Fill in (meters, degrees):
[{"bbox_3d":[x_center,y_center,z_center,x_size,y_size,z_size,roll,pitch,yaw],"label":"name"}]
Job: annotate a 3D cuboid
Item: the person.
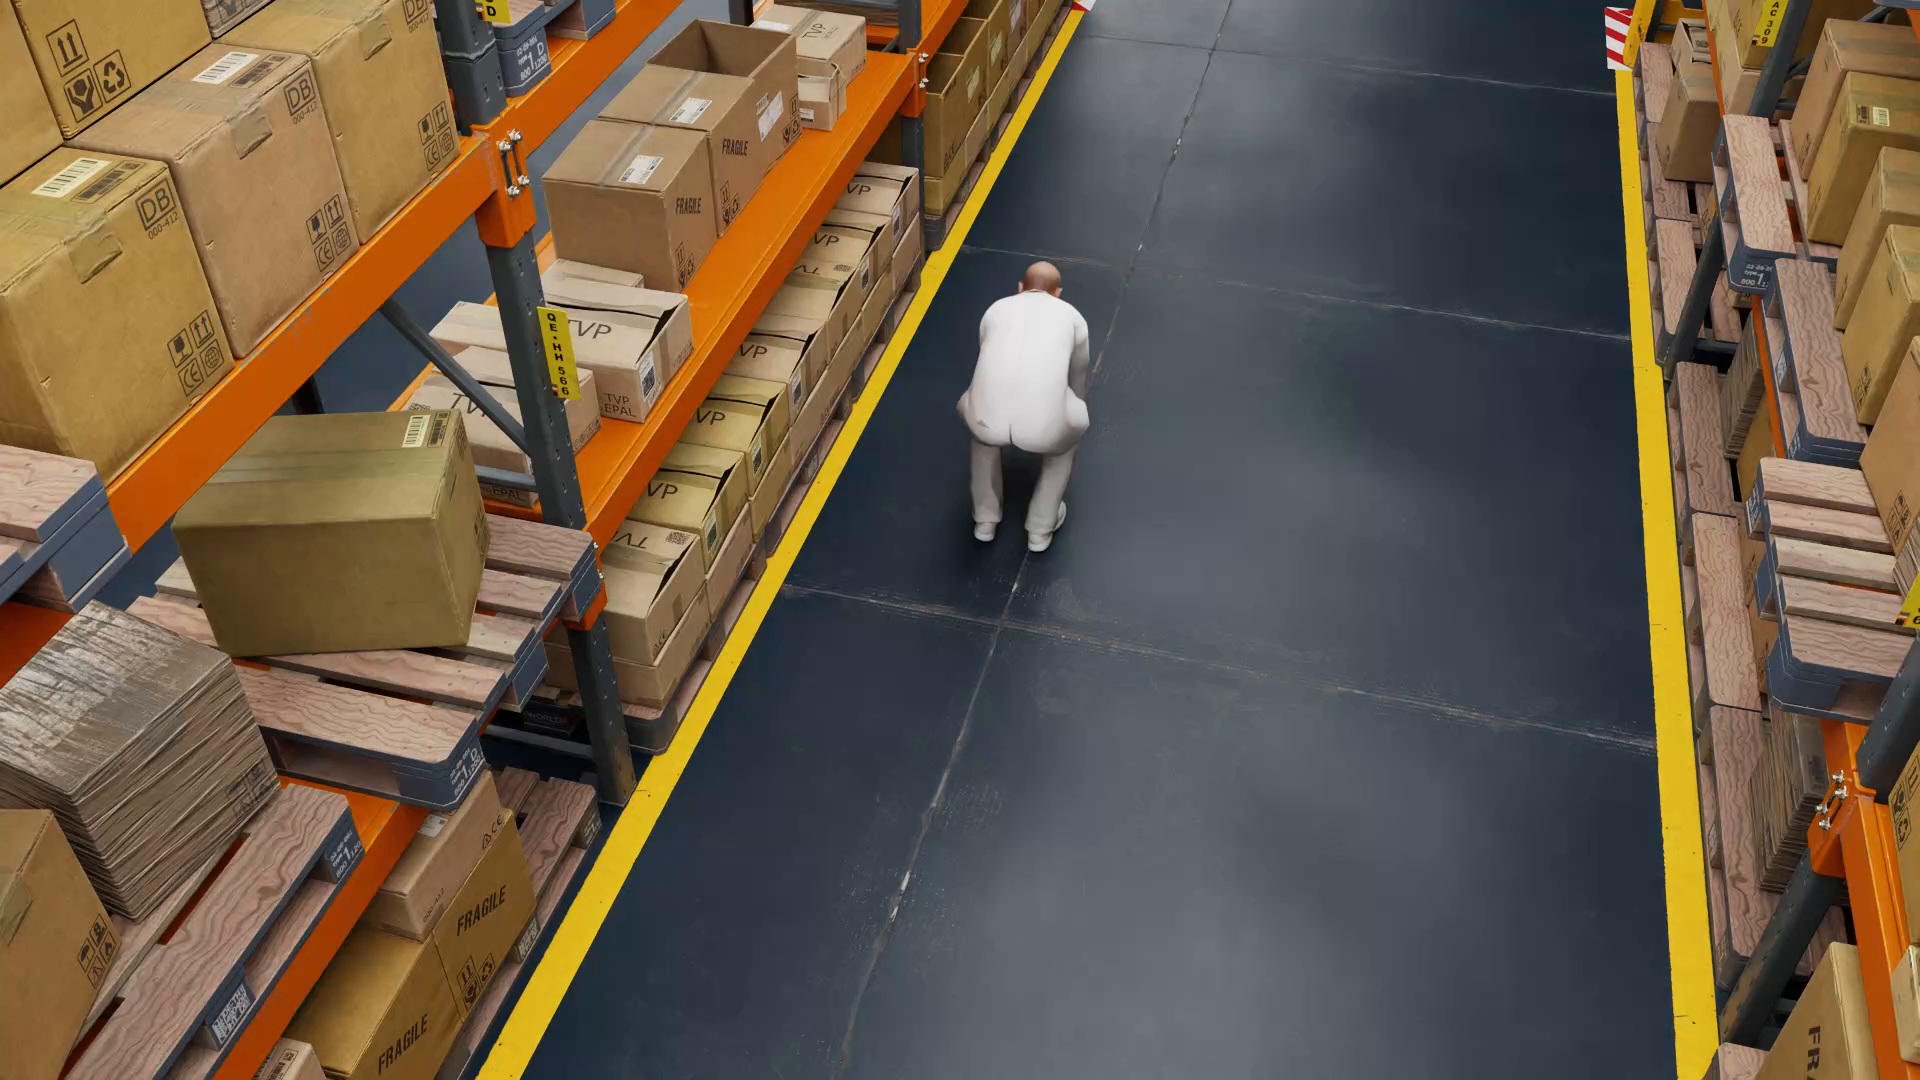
[{"bbox_3d":[0.303,-0.579,7.409,0.593,1.048,0.942,8,41,9],"label":"person"}]
